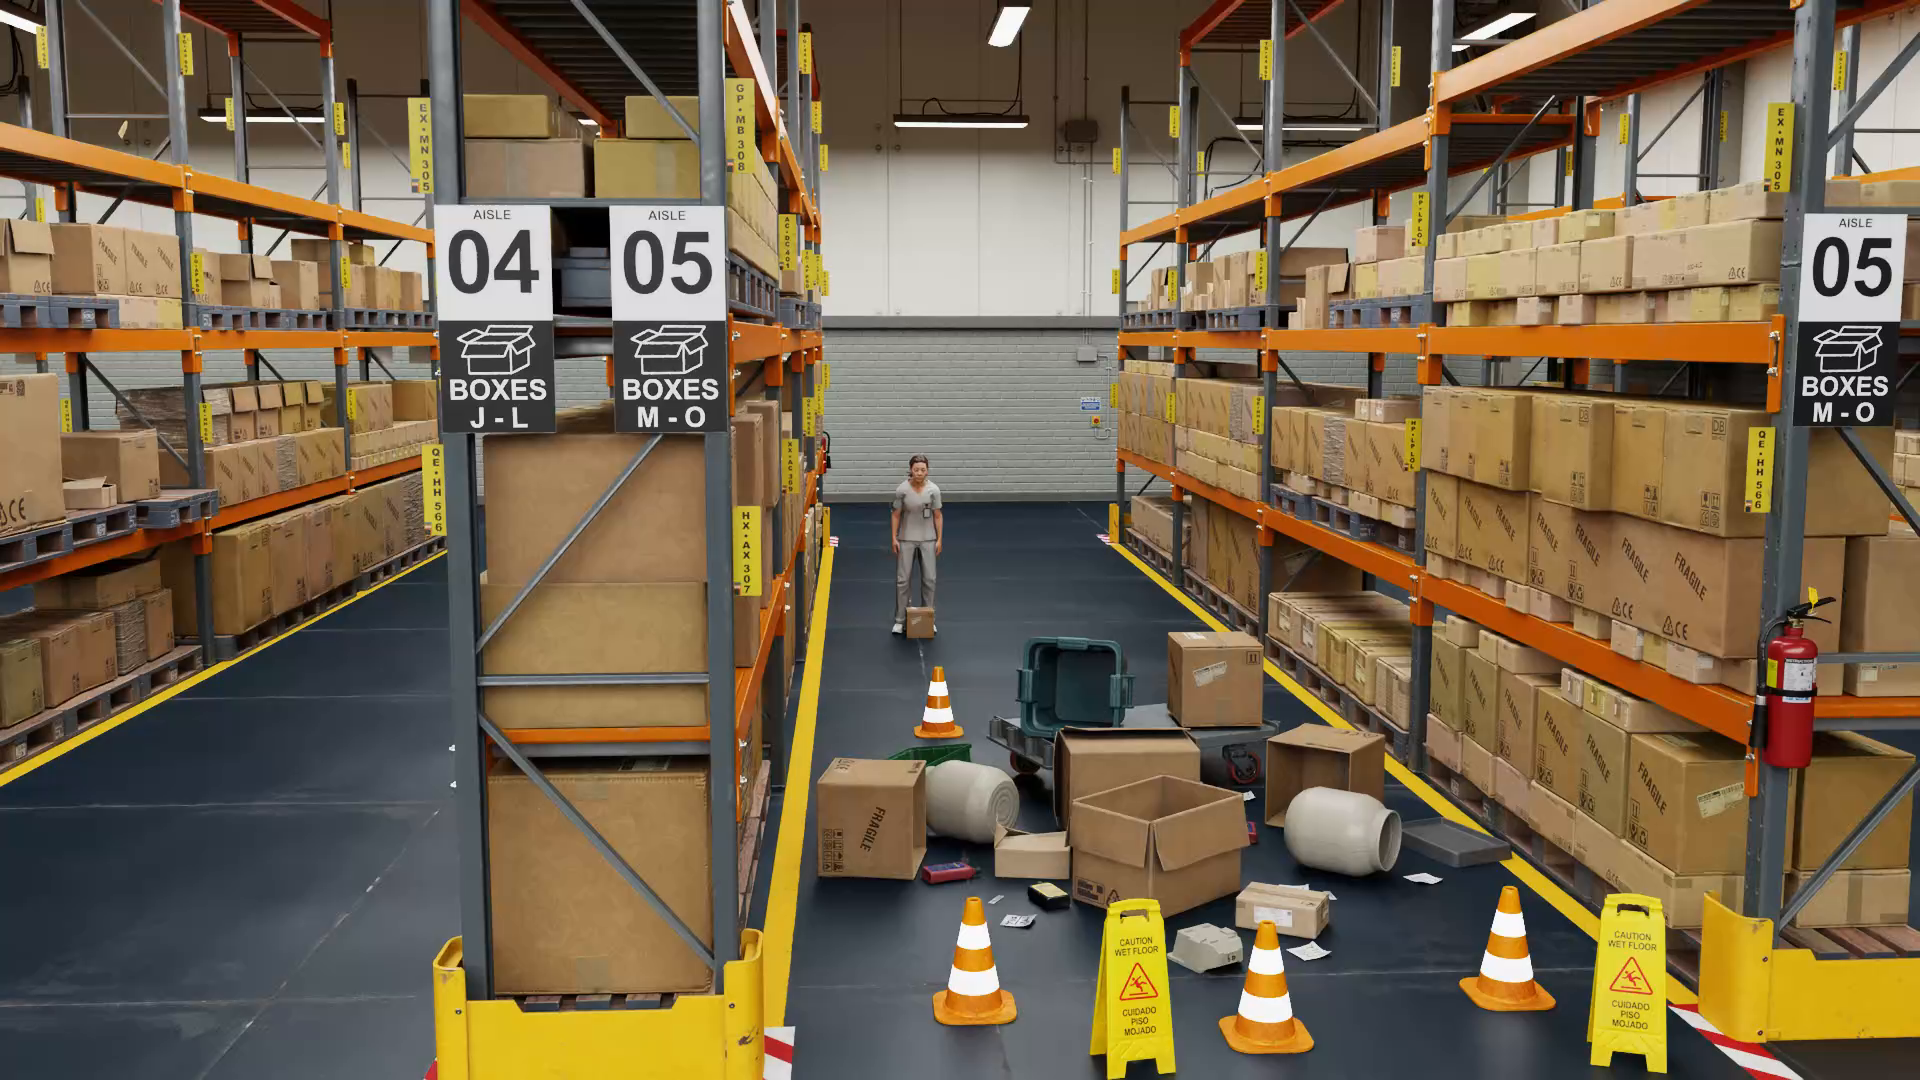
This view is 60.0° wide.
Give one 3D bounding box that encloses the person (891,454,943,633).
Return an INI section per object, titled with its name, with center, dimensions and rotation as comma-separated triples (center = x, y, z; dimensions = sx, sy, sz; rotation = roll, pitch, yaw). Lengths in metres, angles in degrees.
[person]
center = -0.402, 0.027, 15.538
dimensions = 0.485, 1.672, 0.358
rotation = -1, 7, -4
